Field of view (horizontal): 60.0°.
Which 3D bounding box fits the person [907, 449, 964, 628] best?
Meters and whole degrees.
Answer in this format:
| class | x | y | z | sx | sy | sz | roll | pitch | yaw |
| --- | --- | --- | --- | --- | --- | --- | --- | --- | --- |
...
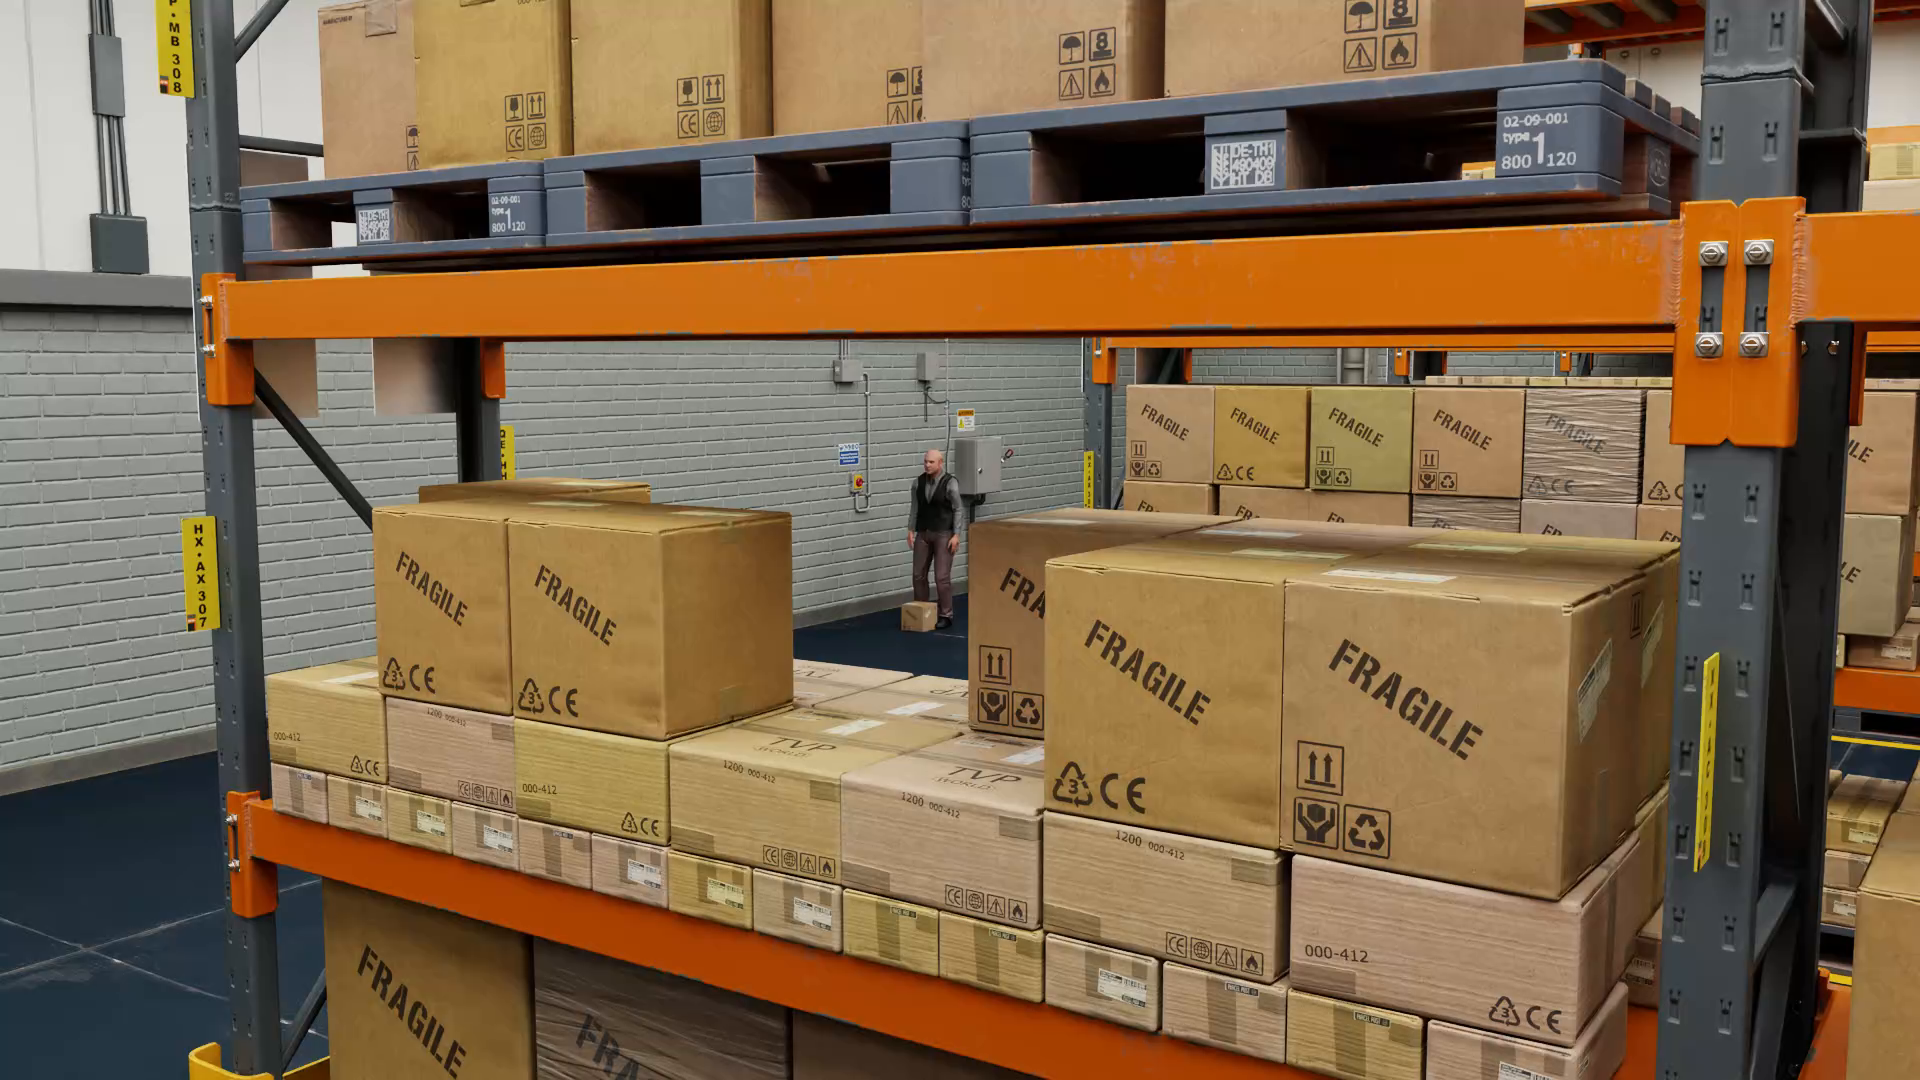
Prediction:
| class | x | y | z | sx | sy | sz | roll | pitch | yaw |
| --- | --- | --- | --- | --- | --- | --- | --- | --- | --- |
| person | -0.237 | -0.023 | 16.094 | 0.586 | 1.720 | 0.423 | 4 | 7 | 30 |
